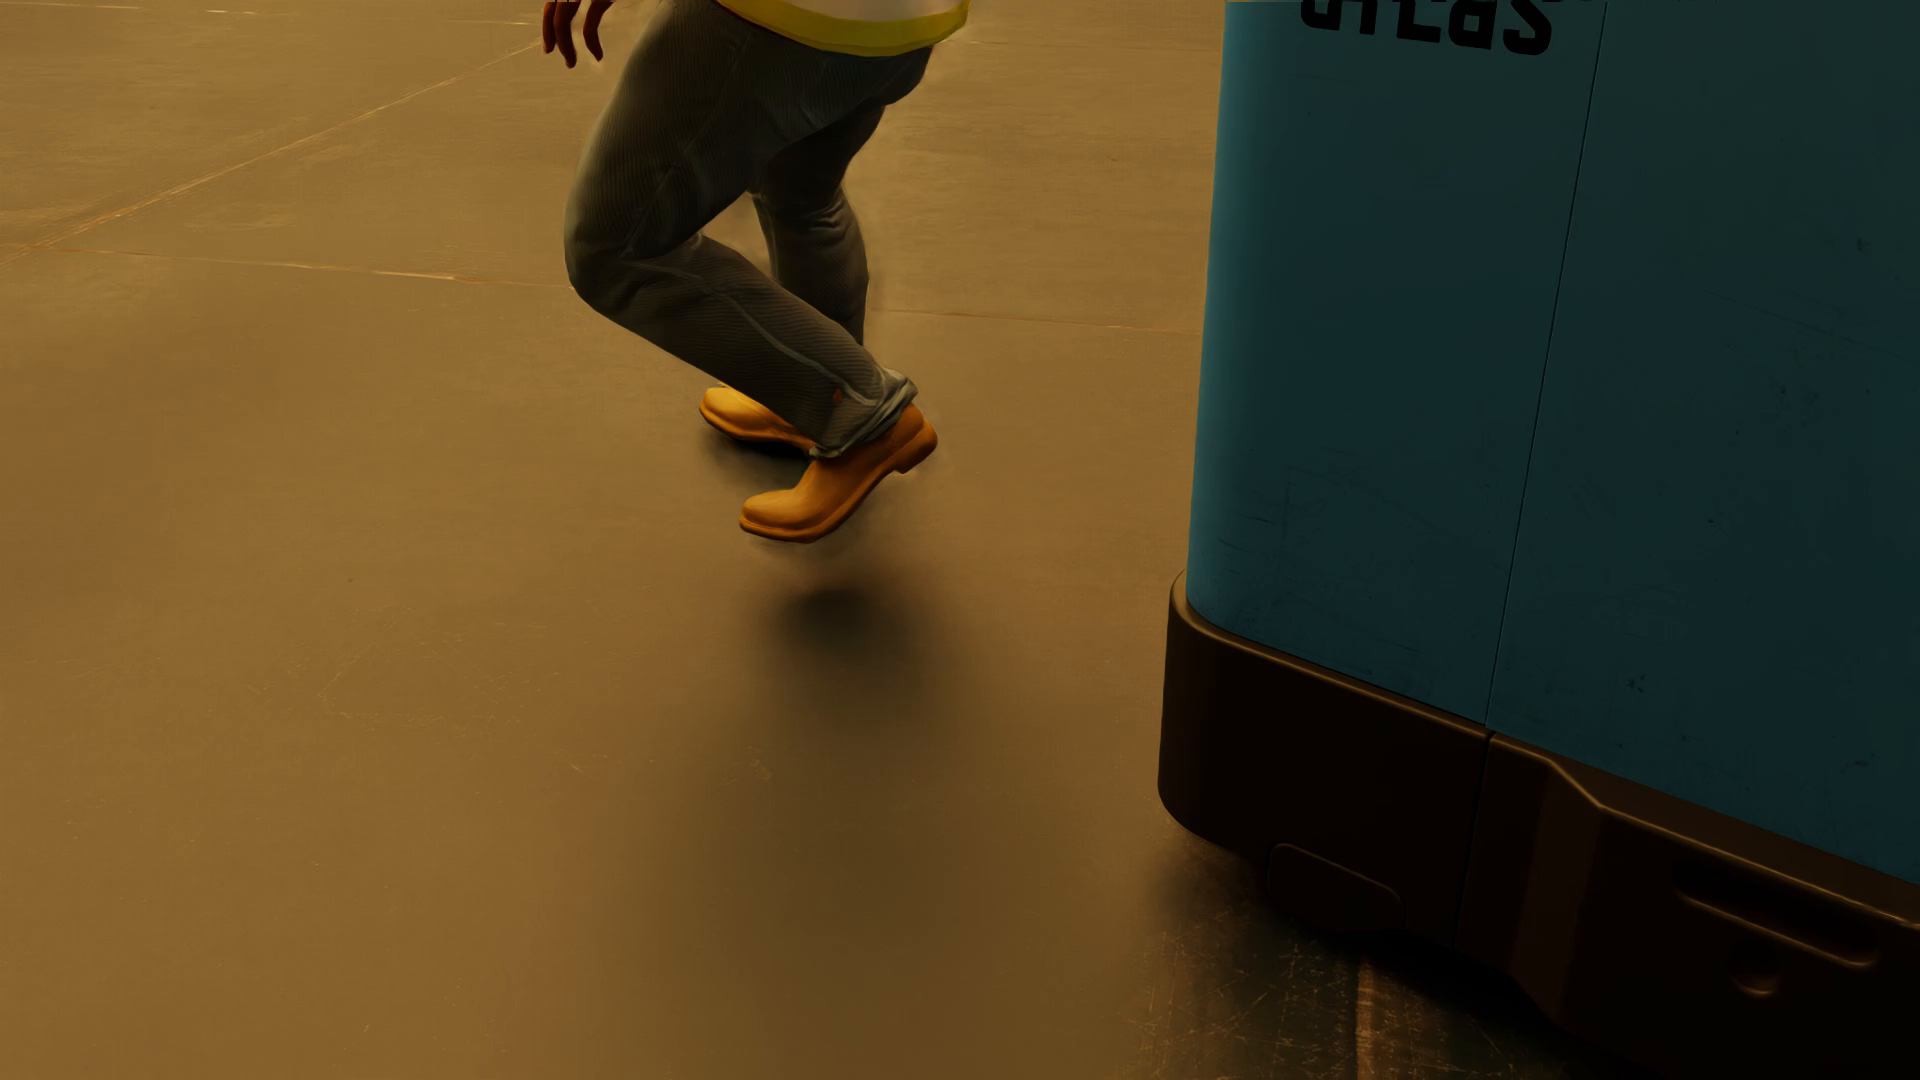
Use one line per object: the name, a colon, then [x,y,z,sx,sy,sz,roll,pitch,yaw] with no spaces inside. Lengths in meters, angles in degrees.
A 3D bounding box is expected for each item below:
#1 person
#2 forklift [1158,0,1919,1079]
person: [-0.254,-0.757,2.160,0.667,1.669,0.779,11,29,20]
forklift: [1.676,-0.716,0.664,3.031,2.935,1.130,20,33,34]
